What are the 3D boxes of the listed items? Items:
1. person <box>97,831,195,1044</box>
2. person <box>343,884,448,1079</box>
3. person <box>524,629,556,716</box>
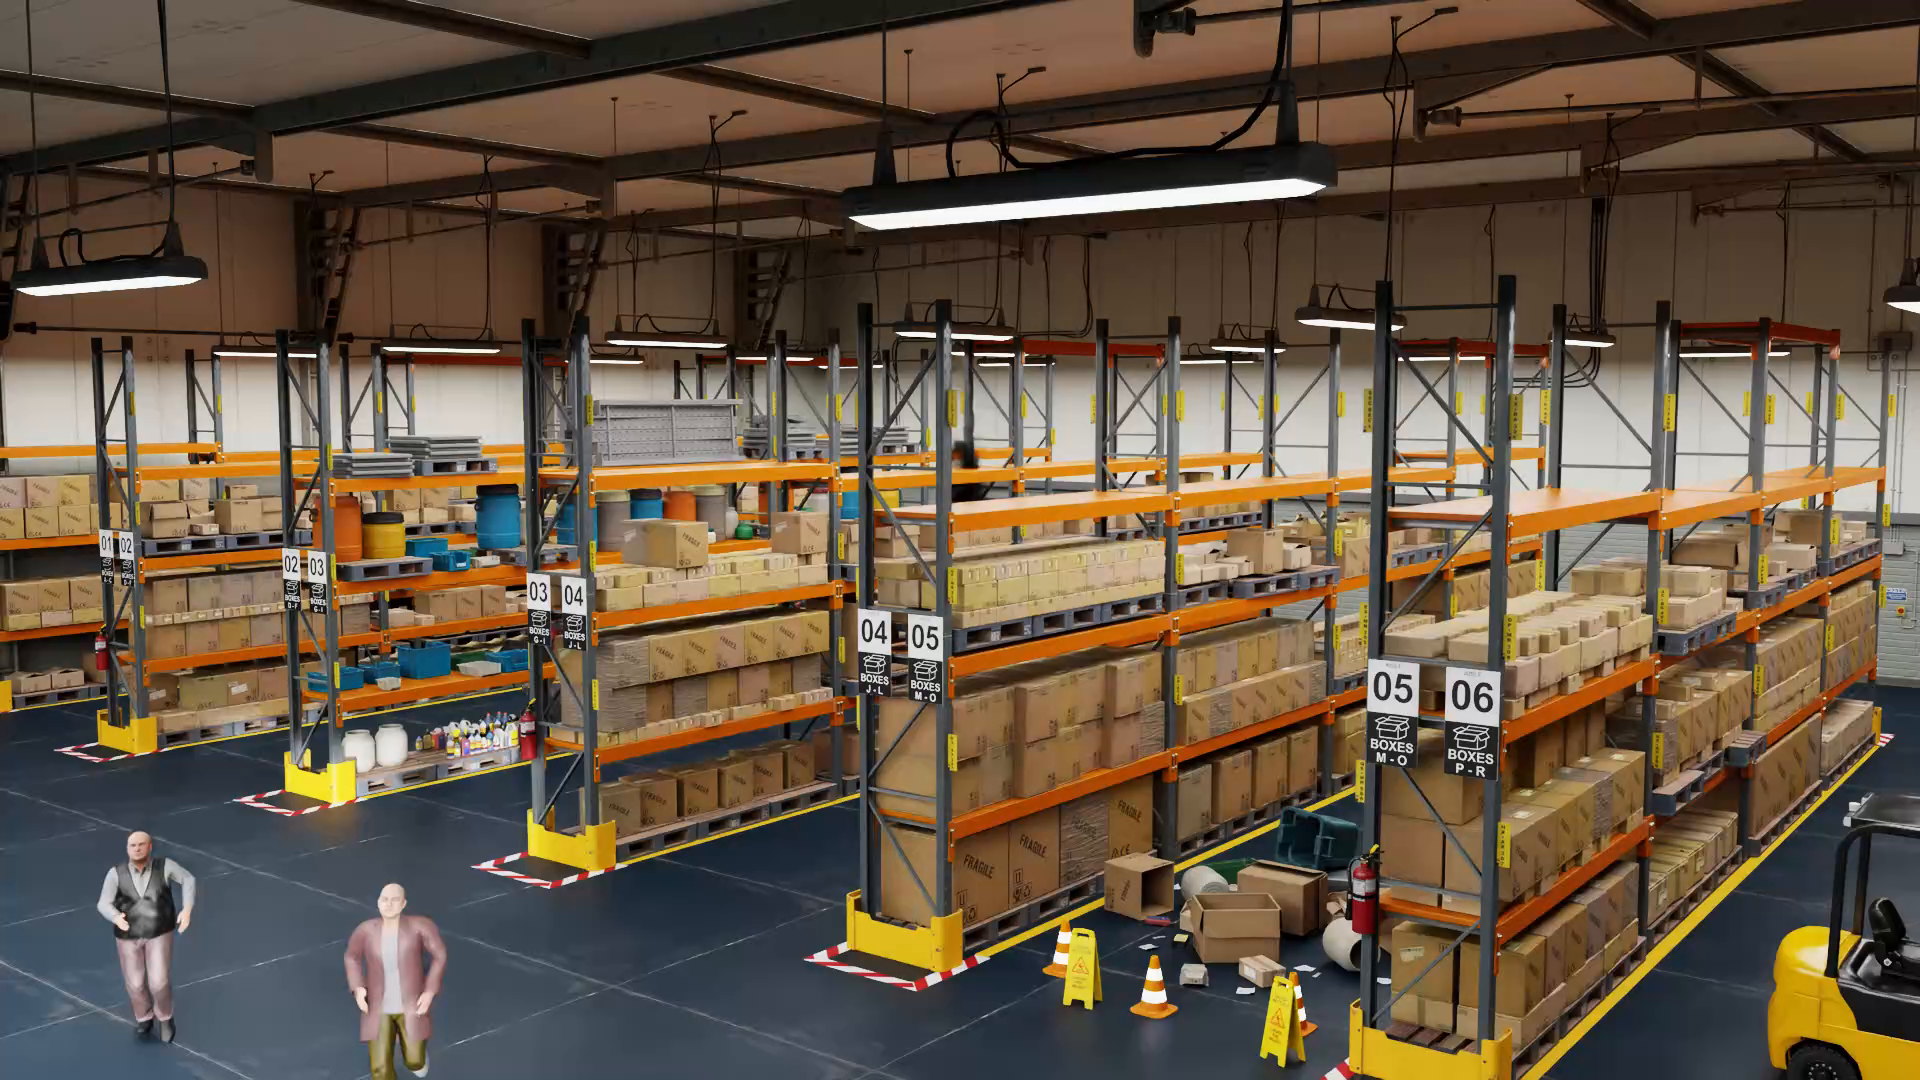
[{"bbox_3d":[-6.458,3.177,13.205,0.685,1.739,0.692,-2,5,-19],"label":"person"},{"bbox_3d":[-4.005,3.291,11.825,0.704,1.737,0.824,-1,5,-12],"label":"person"},{"bbox_3d":[-6.726,2.034,26.693,0.664,1.609,0.590,3,6,31],"label":"person"}]
